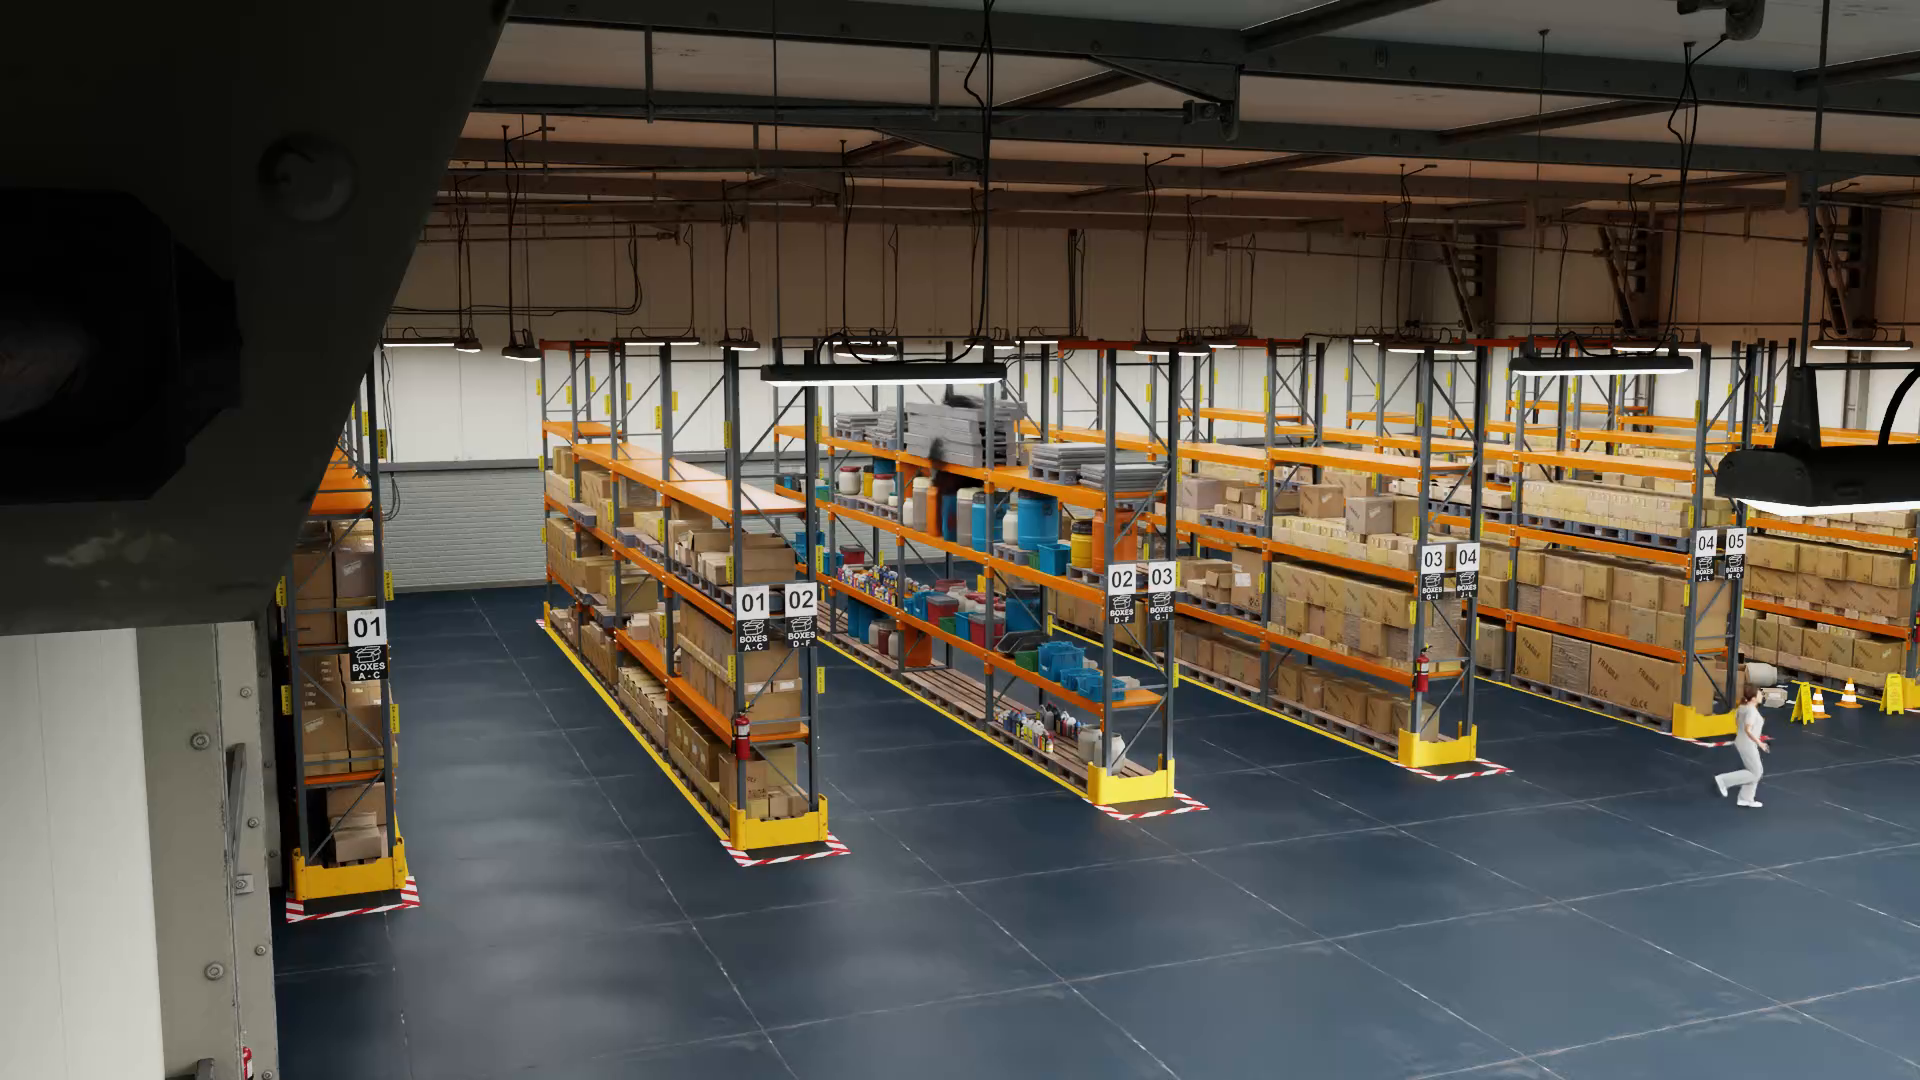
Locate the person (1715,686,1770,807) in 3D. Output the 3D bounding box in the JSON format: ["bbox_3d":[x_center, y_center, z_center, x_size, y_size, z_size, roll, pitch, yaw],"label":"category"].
[{"bbox_3d":[10.246,2.704,21.839,0.622,1.621,0.550,1,8,11],"label":"person"}]
